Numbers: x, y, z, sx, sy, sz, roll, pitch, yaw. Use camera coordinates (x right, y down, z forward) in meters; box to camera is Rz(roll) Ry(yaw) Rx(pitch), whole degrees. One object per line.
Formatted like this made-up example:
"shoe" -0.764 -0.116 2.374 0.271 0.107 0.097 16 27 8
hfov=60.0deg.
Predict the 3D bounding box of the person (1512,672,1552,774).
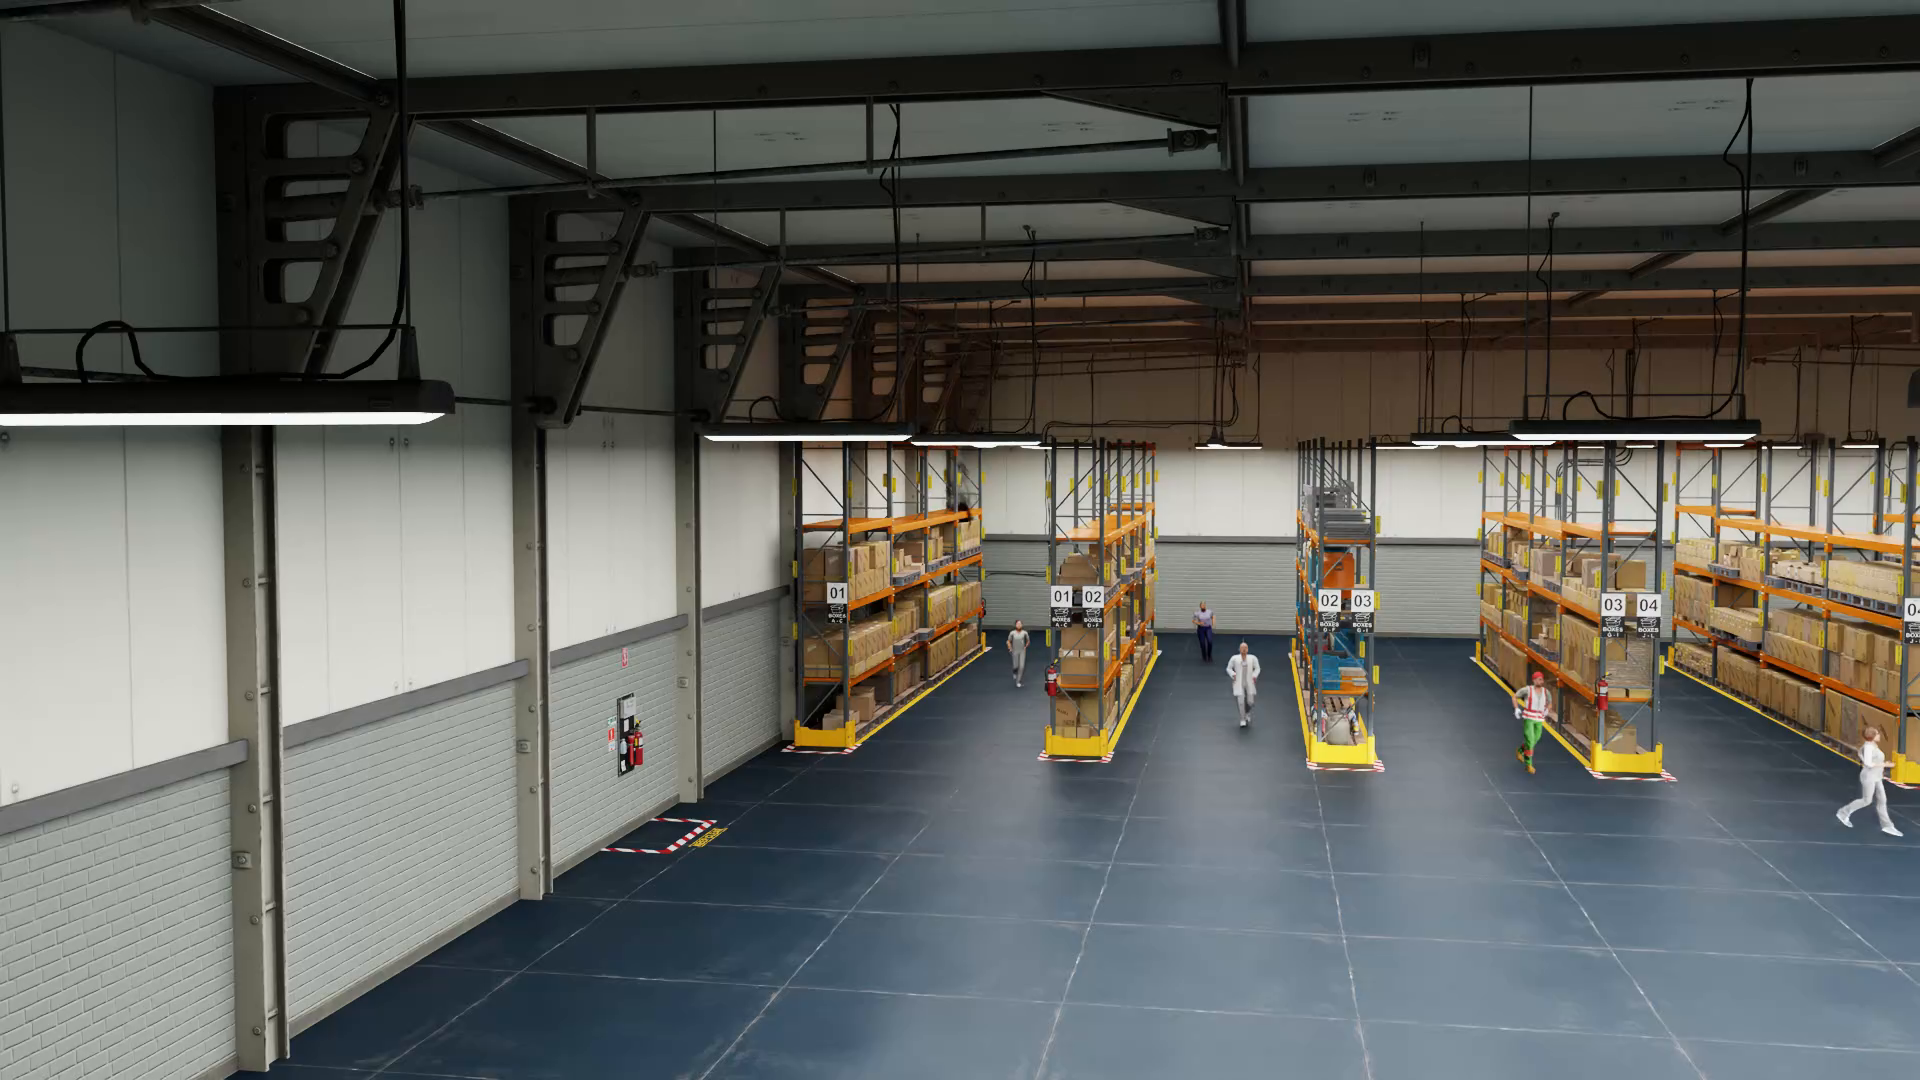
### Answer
"person" 10.350 3.262 30.044 0.705 1.788 0.904 0 3 -5

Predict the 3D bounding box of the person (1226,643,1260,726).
"person" 5.927 3.016 34.739 0.706 1.725 0.663 0 3 4

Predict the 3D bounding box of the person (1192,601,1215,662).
"person" 6.656 2.521 45.429 0.633 1.689 0.626 0 3 -1

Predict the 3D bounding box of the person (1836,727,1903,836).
"person" 13.585 3.627 24.816 0.882 1.497 0.534 3 4 41

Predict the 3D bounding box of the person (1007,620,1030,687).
"person" 1.435 2.765 40.709 0.565 1.629 0.573 0 3 -2
